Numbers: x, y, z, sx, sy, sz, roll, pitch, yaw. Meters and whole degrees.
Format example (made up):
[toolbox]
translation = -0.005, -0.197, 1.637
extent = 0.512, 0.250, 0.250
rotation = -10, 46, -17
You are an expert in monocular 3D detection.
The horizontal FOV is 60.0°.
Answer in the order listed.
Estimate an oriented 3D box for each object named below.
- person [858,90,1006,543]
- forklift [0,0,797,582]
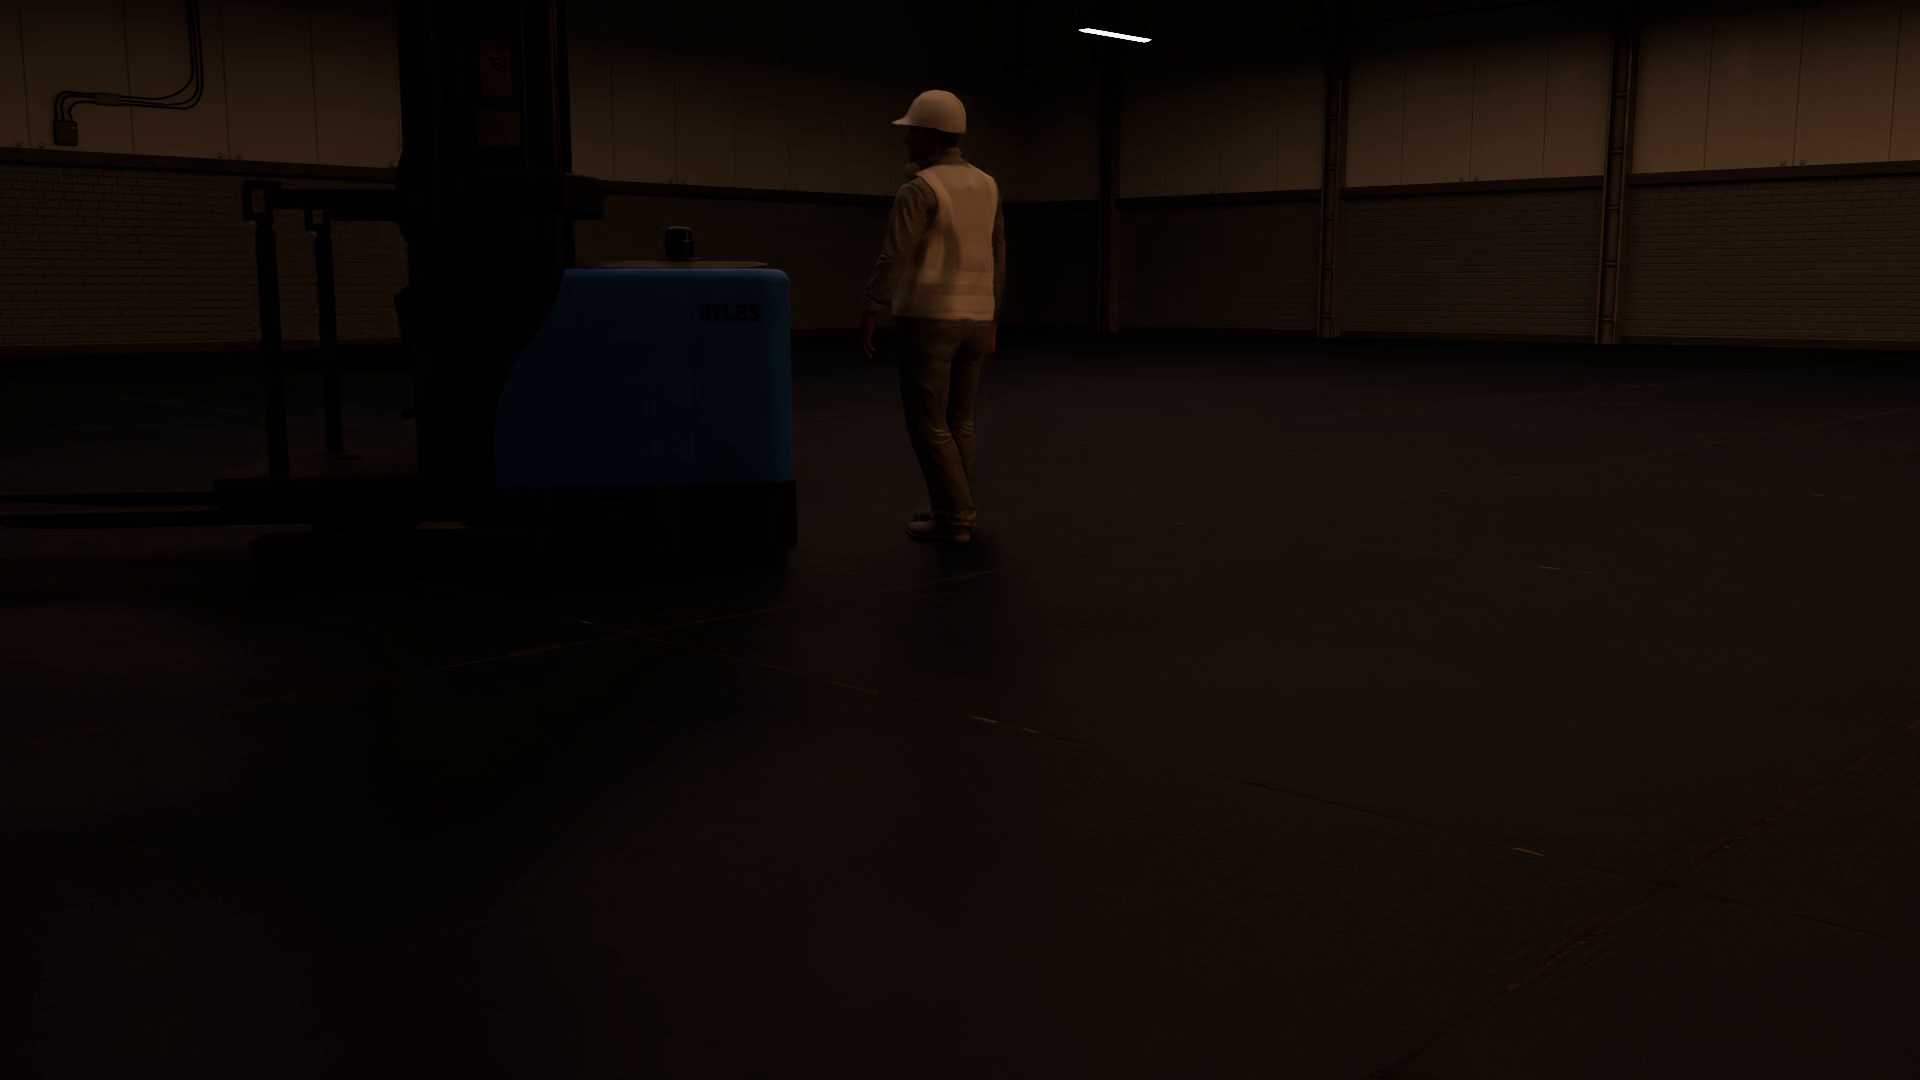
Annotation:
[person]
translation = -0.147, -0.878, 6.648
extent = 0.542, 1.771, 0.669
rotation = 7, 11, 40
[forklift]
translation = -2.168, -1.388, 6.092
extent = 3.031, 2.935, 1.130
rotation = -2, 9, -10
